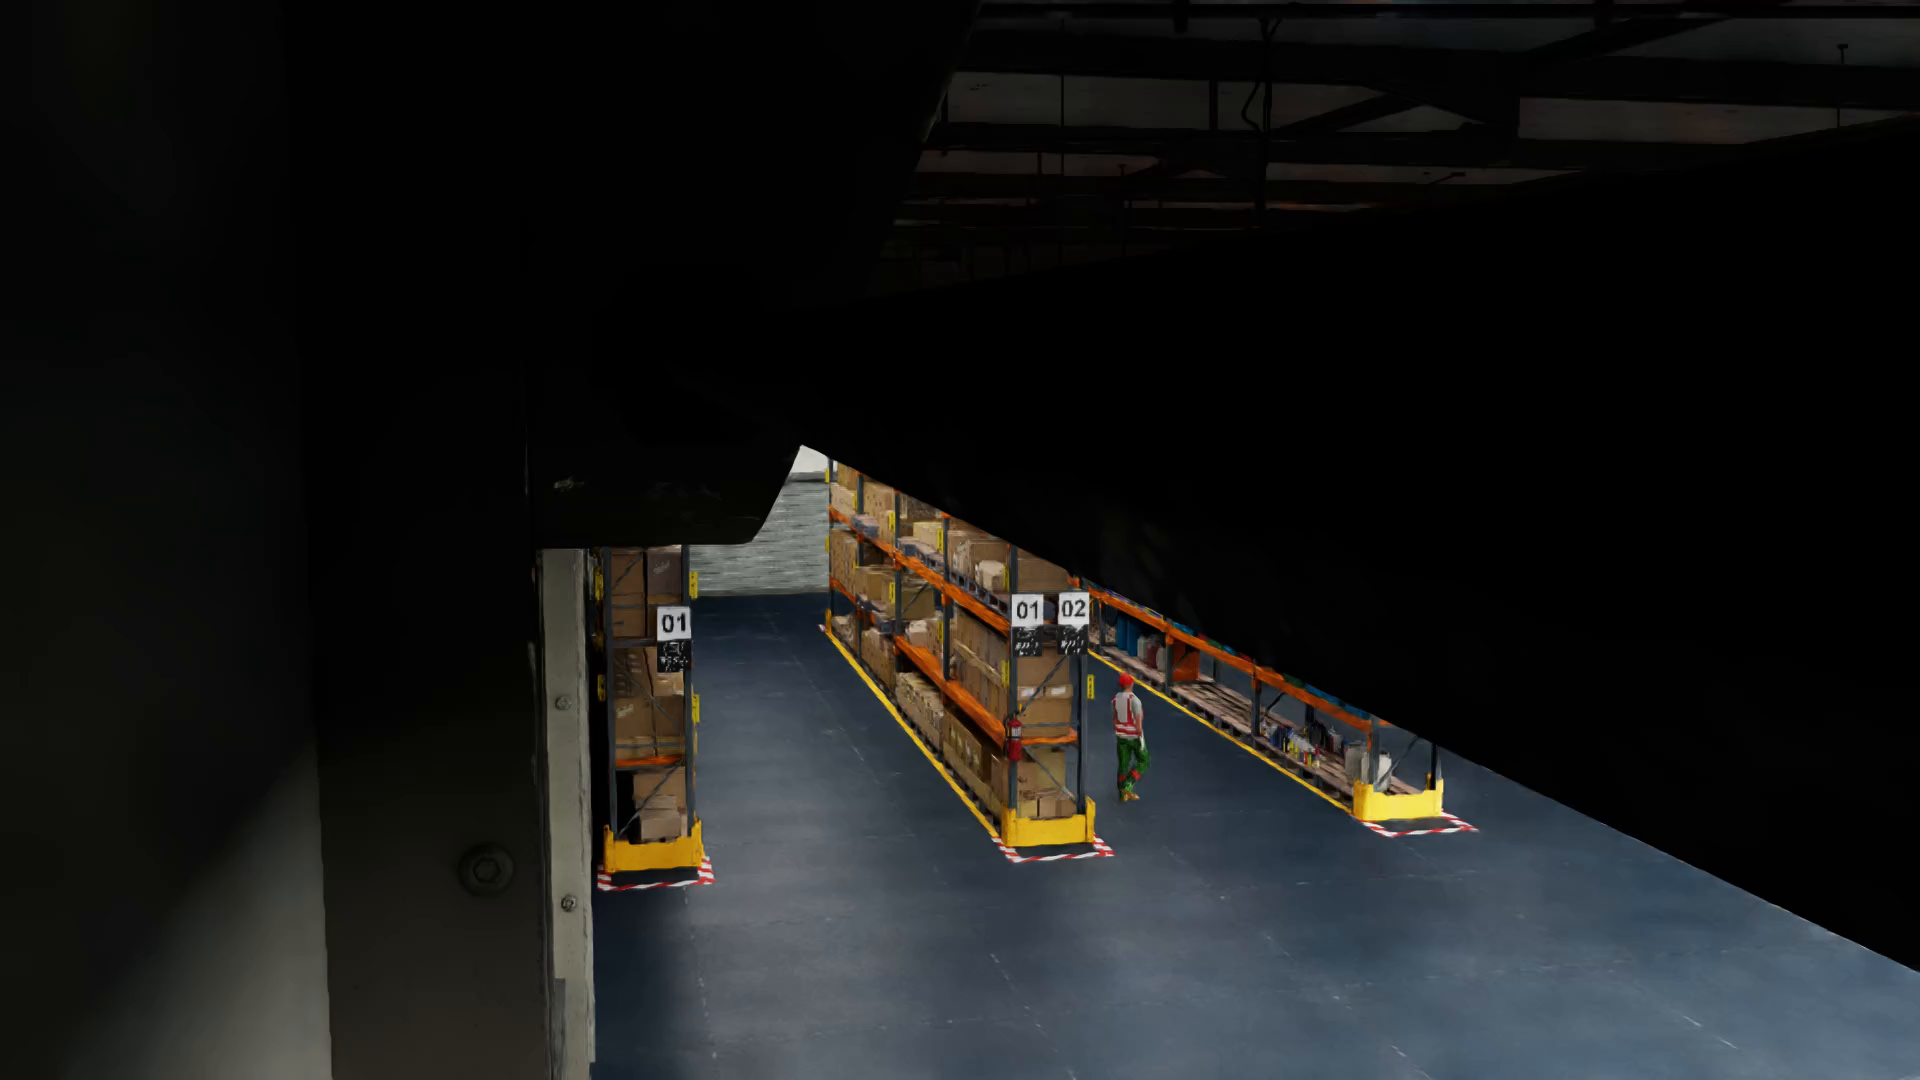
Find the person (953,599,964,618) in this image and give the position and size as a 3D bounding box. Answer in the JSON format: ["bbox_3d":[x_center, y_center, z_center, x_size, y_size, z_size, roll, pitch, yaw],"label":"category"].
[{"bbox_3d":[0.027,1.403,34.387,0.677,1.726,0.574,-2,7,-15],"label":"person"}]

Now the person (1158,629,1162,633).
[{"bbox_3d":[4.414,1.415,34.787,0.588,1.594,0.720,-5,8,-37],"label":"person"}]

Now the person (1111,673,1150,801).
[{"bbox_3d":[2.319,2.721,22.963,0.443,1.786,0.594,-6,9,-41],"label":"person"}]
